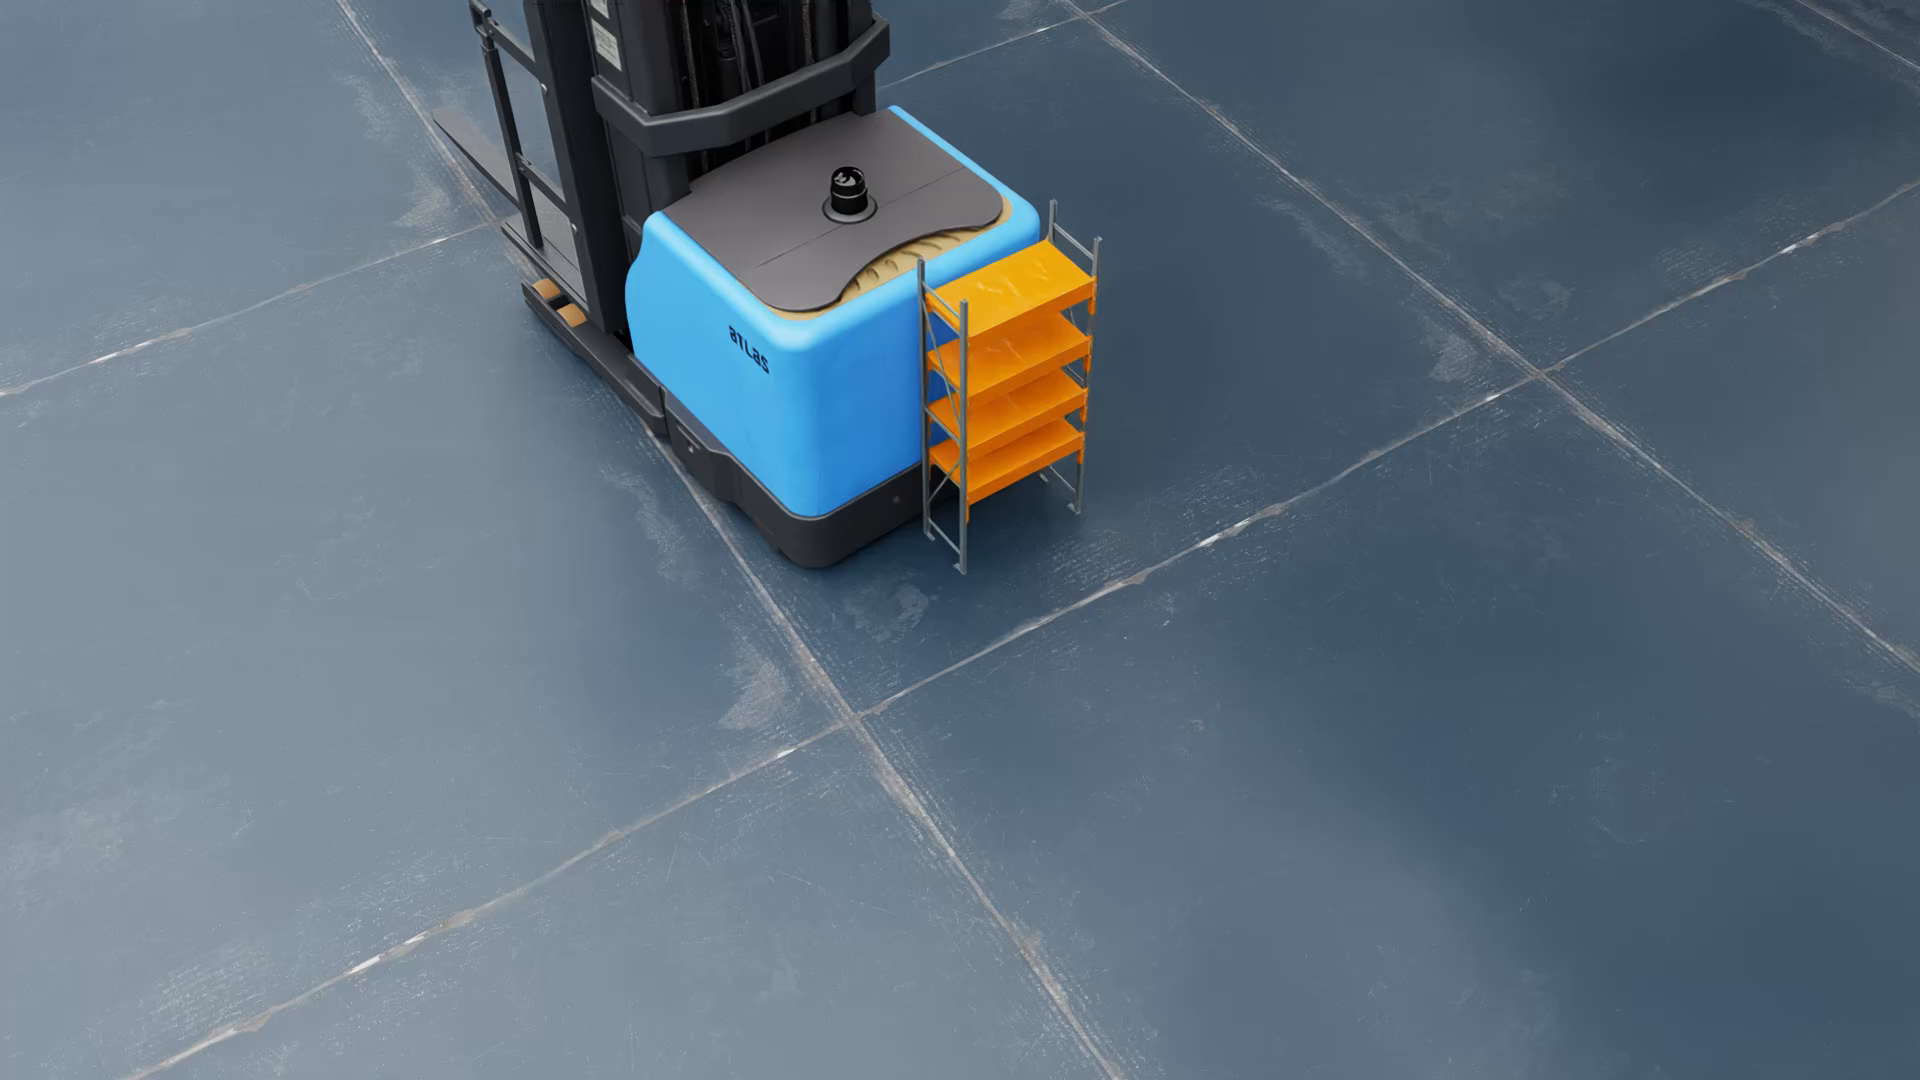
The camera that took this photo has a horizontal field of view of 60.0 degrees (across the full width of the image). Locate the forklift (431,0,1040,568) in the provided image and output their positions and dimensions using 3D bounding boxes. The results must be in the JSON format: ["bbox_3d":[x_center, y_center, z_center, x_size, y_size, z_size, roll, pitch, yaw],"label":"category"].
[{"bbox_3d":[-1.043,-1.927,5.503,1.130,2.935,3.031,-31,55,-25],"label":"forklift"}]

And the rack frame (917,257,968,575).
[{"bbox_3d":[-0.052,-0.355,5.263,0.015,1.200,0.240,-28,54,-22],"label":"rack frame"}]

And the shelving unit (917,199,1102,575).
[{"bbox_3d":[0.148,-0.459,5.356,0.503,1.200,0.258,-28,54,-22],"label":"shelving unit"}]

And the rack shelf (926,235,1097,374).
[{"bbox_3d":[0.148,-0.721,5.062,0.480,0.148,0.258,-28,54,-22],"label":"rack shelf"}]

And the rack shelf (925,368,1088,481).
[{"bbox_3d":[0.148,-0.415,5.406,0.480,0.148,0.258,-28,54,-22],"label":"rack shelf"}]

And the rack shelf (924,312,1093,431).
[{"bbox_3d":[0.148,-0.563,5.239,0.480,0.148,0.258,-28,54,-22],"label":"rack shelf"}]

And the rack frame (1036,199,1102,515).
[{"bbox_3d":[0.348,-0.564,5.449,0.015,1.200,0.240,-28,54,-22],"label":"rack frame"}]

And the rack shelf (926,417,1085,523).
[{"bbox_3d":[0.148,-0.282,5.554,0.480,0.148,0.258,-28,54,-22],"label":"rack shelf"}]
